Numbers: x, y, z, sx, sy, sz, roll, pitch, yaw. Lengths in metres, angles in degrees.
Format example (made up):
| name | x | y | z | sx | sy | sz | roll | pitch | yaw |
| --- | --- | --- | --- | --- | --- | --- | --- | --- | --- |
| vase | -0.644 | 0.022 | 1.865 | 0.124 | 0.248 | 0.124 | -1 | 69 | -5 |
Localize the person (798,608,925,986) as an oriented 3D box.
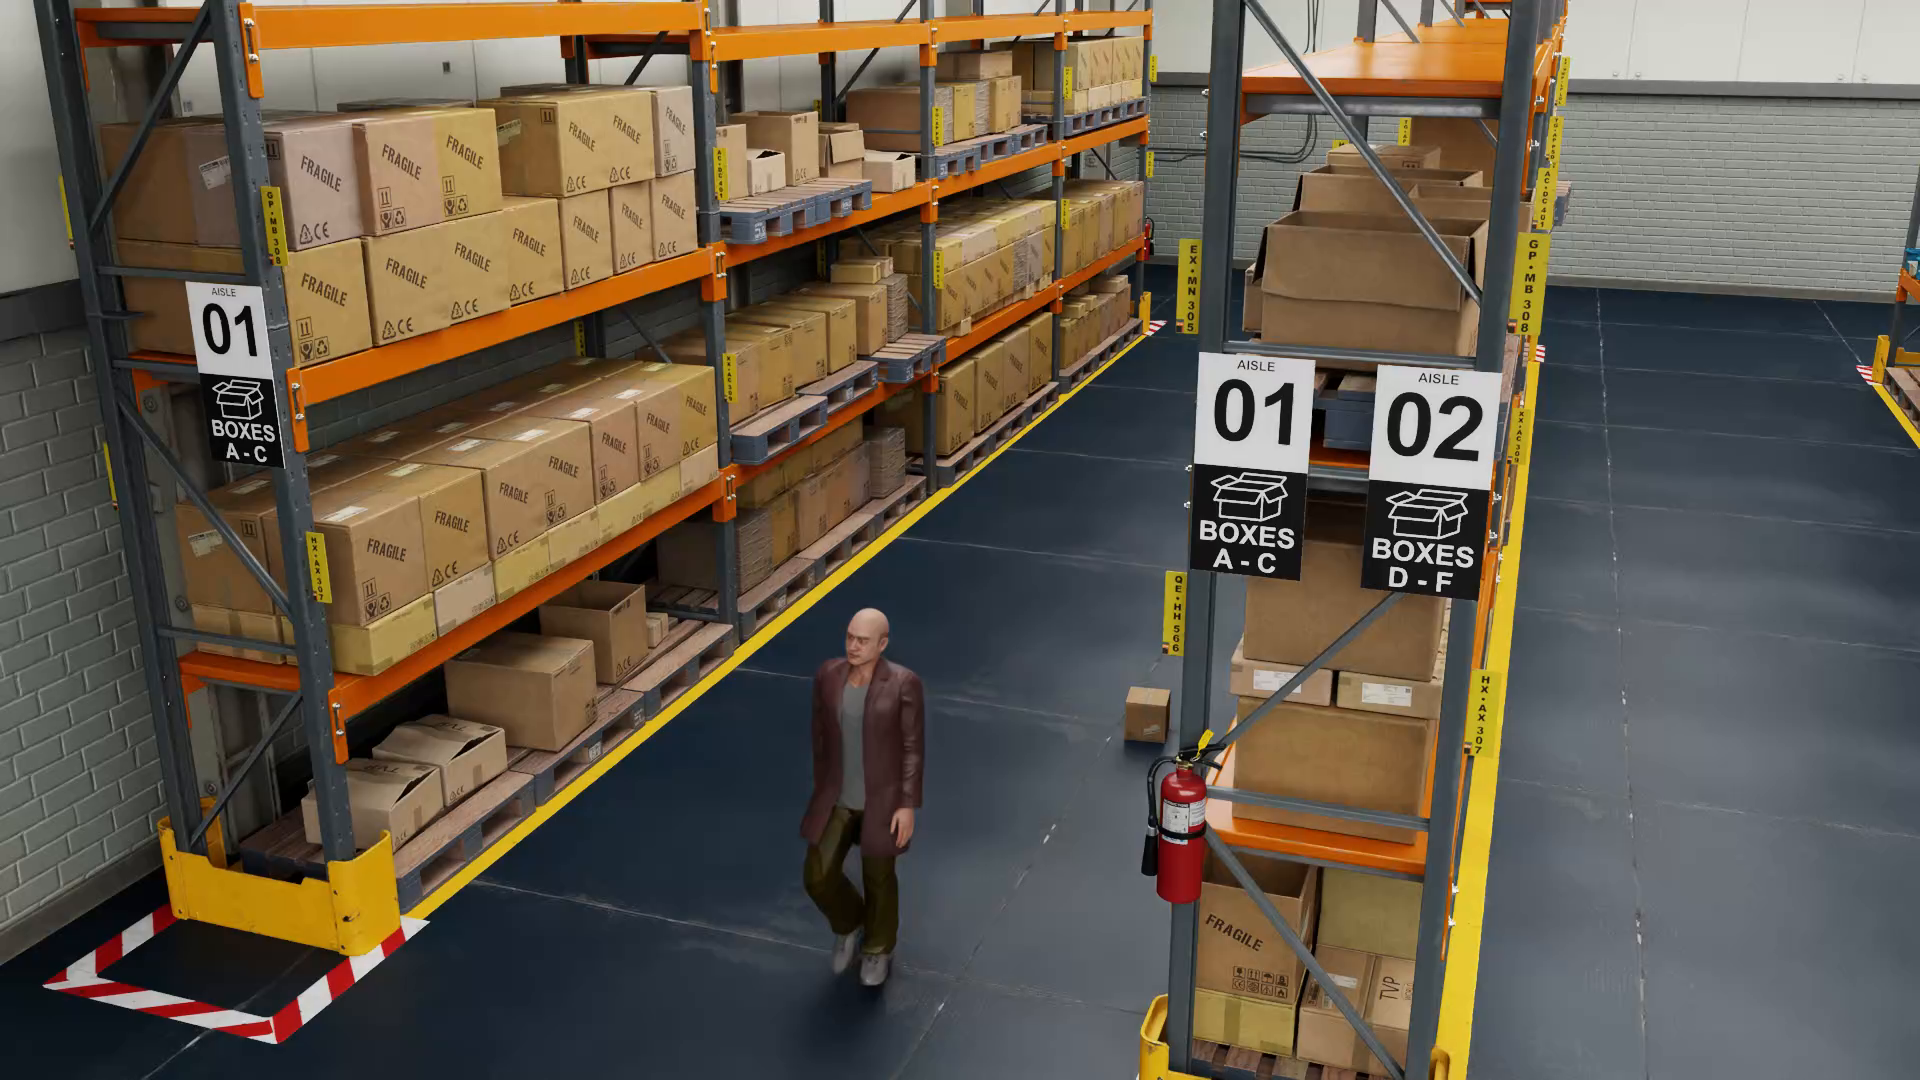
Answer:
| name | x | y | z | sx | sy | sz | roll | pitch | yaw |
| --- | --- | --- | --- | --- | --- | --- | --- | --- | --- |
| person | -0.442 | 1.187 | 7.477 | 0.577 | 1.808 | 0.476 | 6 | 19 | 16 |
